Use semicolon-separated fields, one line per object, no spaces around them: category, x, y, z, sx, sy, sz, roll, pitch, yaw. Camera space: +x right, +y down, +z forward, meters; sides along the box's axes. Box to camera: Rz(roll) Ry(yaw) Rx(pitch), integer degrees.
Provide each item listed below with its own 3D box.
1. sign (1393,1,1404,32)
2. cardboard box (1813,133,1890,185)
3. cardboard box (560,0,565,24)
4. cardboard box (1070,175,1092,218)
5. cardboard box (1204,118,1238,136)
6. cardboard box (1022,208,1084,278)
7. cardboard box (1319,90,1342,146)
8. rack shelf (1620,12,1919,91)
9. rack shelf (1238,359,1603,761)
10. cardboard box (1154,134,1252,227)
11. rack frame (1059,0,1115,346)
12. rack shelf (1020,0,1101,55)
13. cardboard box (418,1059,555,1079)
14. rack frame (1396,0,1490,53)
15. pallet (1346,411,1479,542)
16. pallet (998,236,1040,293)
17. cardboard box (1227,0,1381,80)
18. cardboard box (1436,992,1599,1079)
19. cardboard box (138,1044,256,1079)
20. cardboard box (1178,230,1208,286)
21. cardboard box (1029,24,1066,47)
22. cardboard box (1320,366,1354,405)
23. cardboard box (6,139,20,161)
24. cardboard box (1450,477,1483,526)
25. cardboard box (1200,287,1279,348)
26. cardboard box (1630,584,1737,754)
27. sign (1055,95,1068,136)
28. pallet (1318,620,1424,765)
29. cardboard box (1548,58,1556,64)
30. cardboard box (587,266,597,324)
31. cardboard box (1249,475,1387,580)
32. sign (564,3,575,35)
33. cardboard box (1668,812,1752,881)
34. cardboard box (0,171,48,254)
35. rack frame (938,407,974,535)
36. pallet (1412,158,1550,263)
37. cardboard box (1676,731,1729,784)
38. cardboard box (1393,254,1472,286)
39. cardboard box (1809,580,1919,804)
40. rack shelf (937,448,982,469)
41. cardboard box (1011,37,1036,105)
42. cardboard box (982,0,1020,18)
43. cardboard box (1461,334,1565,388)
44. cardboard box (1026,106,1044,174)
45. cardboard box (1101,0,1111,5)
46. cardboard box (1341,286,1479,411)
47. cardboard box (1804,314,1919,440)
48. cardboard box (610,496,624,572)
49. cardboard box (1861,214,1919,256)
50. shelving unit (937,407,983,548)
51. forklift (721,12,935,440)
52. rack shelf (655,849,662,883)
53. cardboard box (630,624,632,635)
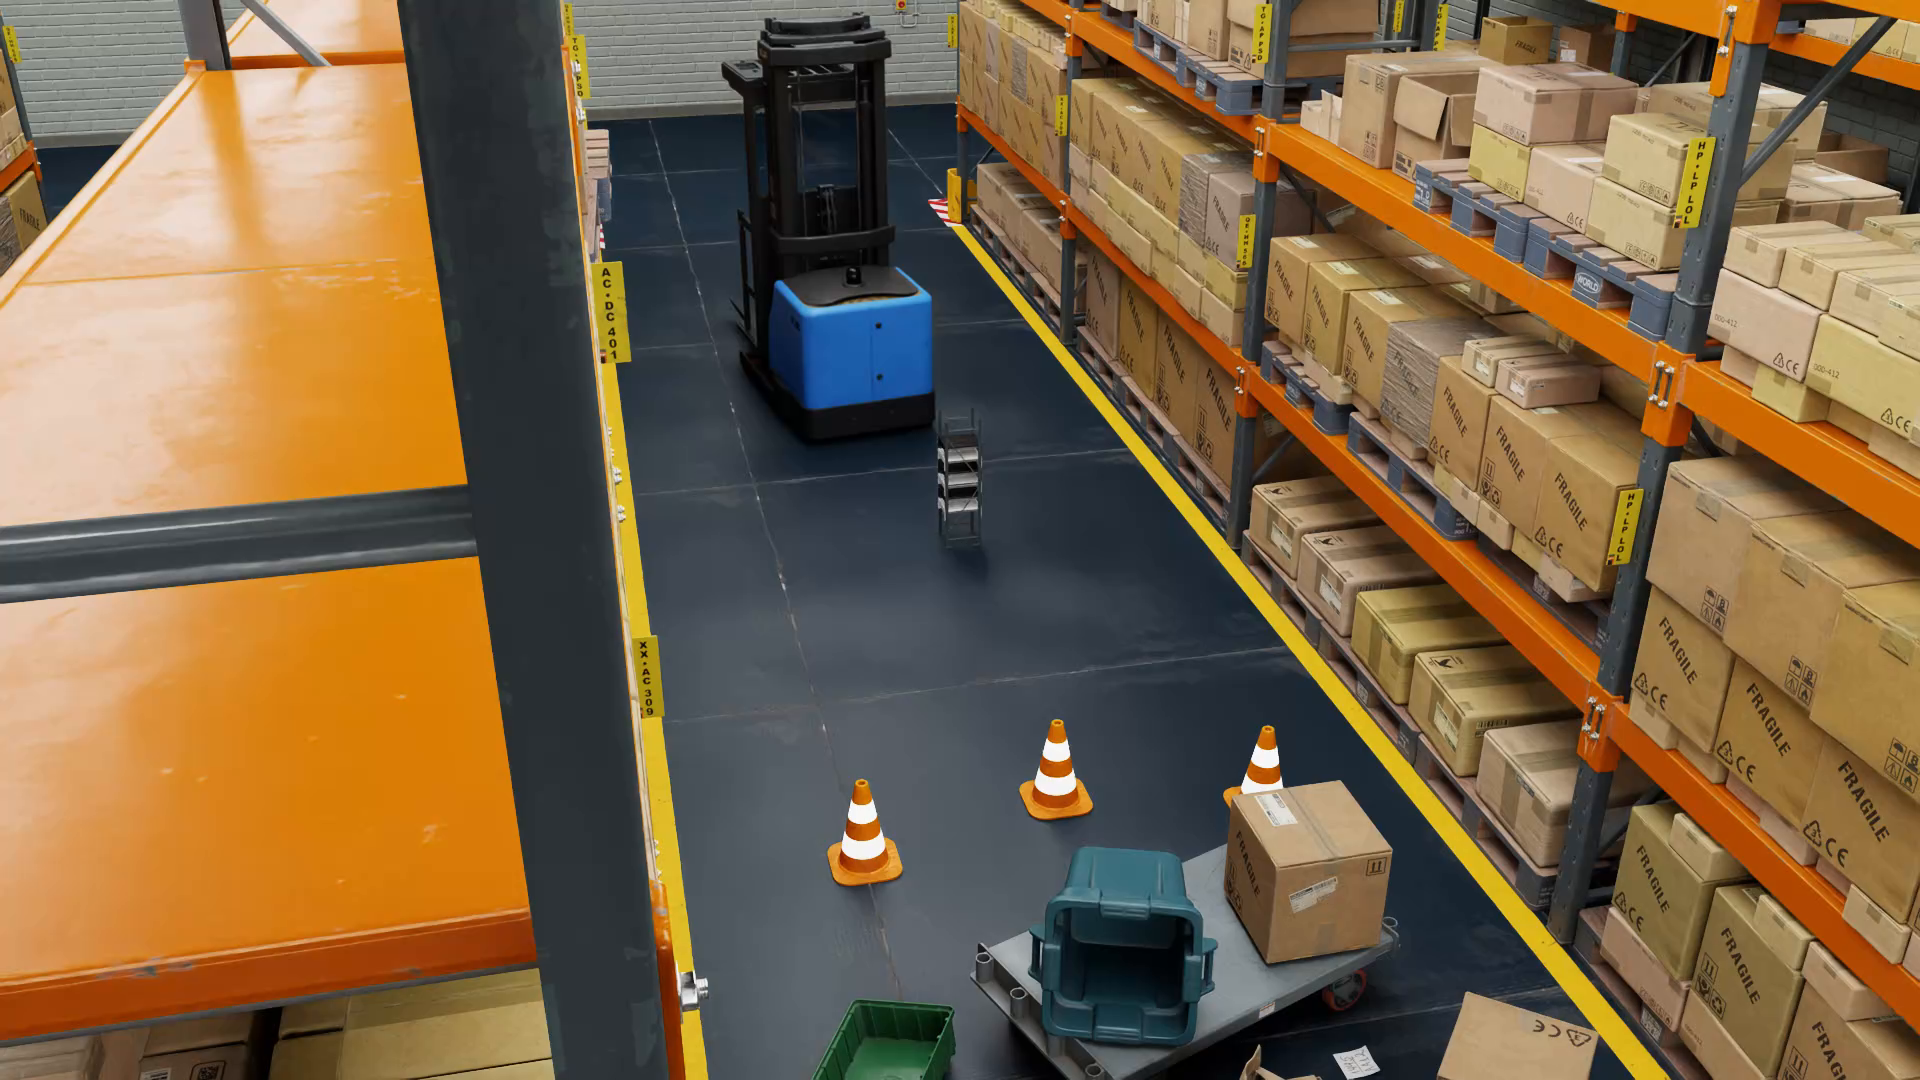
sign;4.774;-5.695;18.090;0.100;0.325;0.005;-6;27;-12
cardboard box;6.557;-2.783;12.701;0.797;0.503;0.637;-7;28;-13
cardboard box;-3.279;-4.057;12.643;0.500;0.250;0.500;-5;27;-9
cardboard box;1.211;-2.815;13.511;0.500;0.250;0.500;-7;28;-13
cardboard box;2.064;-2.746;11.987;0.500;0.500;0.500;-6;27;-11
cardboard box;1.129;-2.825;15.742;0.875;0.438;0.875;-7;28;-13
cardboard box;2.233;-2.357;9.258;0.396;0.266;0.258;-6;27;-12
rack shelf;6.654;-3.748;12.662;1.077;0.370;4.000;-6;27;-12
rack shelf;2.721;-0.147;8.857;1.077;0.370;4.000;-6;27;-12
cardboard box;1.670;-2.481;11.461;0.500;0.500;0.500;-6;27;-12
rack frame;1.369;-3.102;13.913;1.000;3.000;0.127;-6;27;-12
rack shelf;0.918;-4.998;15.139;1.077;0.370;4.000;-6;27;-12
cardboard box;-0.492;0.719;1.831;0.380;0.149;0.250;-6;27;-11
rack frame;5.302;-5.364;18.394;1.000;3.000;0.127;-6;27;-12
pallet;2.756;-0.395;8.764;1.003;0.211;1.213;-6;27;-12
pallet;0.995;-2.736;16.282;1.003;0.211;1.213;-6;27;-12
cardboard box;2.038;-3.069;9.938;0.797;0.503;0.637;-8;28;-15
cardboard box;2.087;2.133;6.312;0.500;0.500;0.500;13;30;24
cardboard box;-1.110;0.890;1.936;0.500;0.250;0.500;-6;27;-11
cardboard box;1.794;-1.914;11.171;0.500;0.250;0.500;-7;28;-13
cardboard box;0.823;-4.438;14.620;0.380;0.149;0.250;-6;27;-12
cardboard box;2.252;-0.885;9.333;0.380;0.149;0.250;-6;27;-11
cardboard box;-8.727;-3.503;14.986;0.380;0.149;0.250;-6;27;-11
cardboard box;2.590;-0.202;7.980;0.380;0.149;0.250;-6;27;-11
cardboard box;1.903;-1.475;10.856;0.500;0.250;0.500;-7;28;-13
cardboard box;2.999;0.454;6.427;0.500;0.500;0.500;-6;27;-12
sign;0.828;-3.467;13.587;0.100;0.325;0.005;-6;27;-12
pallet;2.716;0.777;9.324;1.003;0.211;1.213;-6;27;-12
cardboard box;5.886;-4.810;17.134;0.500;0.250;0.500;-5;27;-10
cardboard box;-1.179;-0.619;4.481;0.380;0.149;0.250;-6;27;-12
cardboard box;2.388;-0.111;10.438;0.950;0.372;0.625;-8;28;-15
sign;-3.788;-5.017;16.071;0.100;0.325;0.005;-6;27;-12
cardboard box;3.011;1.173;6.477;0.380;0.149;0.250;-6;27;-11
cardboard box;-8.966;-2.818;15.242;0.875;0.875;0.875;-6;27;-12
rack frame;-0.025;-0.450;10.989;0.240;0.900;0.006;-6;27;-12
pallet;2.899;-1.582;7.781;1.213;0.211;1.003;-6;27;-12
cardboard box;3.037;0.799;6.464;0.380;0.149;0.250;-5;27;-10
cardboard box;2.770;-1.314;9.463;0.500;0.500;0.500;-6;27;-12
cardboard box;3.240;0.451;5.323;0.700;0.500;0.500;-7;28;-13
rack shelf;-0.002;-0.536;10.835;0.258;0.077;0.200;-6;27;-12
cardboard box;0.763;-4.218;14.904;0.500;0.500;0.500;-6;27;-11
cardboard box;0.430;-5.107;15.946;0.380;0.149;0.250;-7;28;-13
cardboard box;2.595;-0.843;7.811;0.380;0.149;0.250;-7;28;-14
cardboard box;0.894;-3.550;14.689;0.500;0.500;0.500;-7;28;-13
cardboard box;1.285;-4.257;12.295;0.500;0.500;0.500;-6;27;-13
cardboard box;2.396;-1.029;8.900;0.500;0.500;0.500;-5;27;-11
cardboard box;3.129;-0.548;5.362;0.500;0.250;0.500;-6;27;-12
cardboard box;-0.835;0.049;3.159;0.380;0.149;0.250;-6;27;-11
cardboard box;3.456;-1.056;5.925;0.380;0.149;0.250;-5;27;-11
shelving unit;-0.002;-0.405;10.901;0.258;0.900;0.210;-6;27;-12
forklift;-1.195;-2.701;13.195;1.130;2.935;3.031;-10;28;-19
rack shelf;-1.178;2.156;4.294;1.077;0.370;4.000;-6;27;-12
cardboard box;-1.485;0.654;6.360;0.500;0.500;0.500;-6;27;-11
